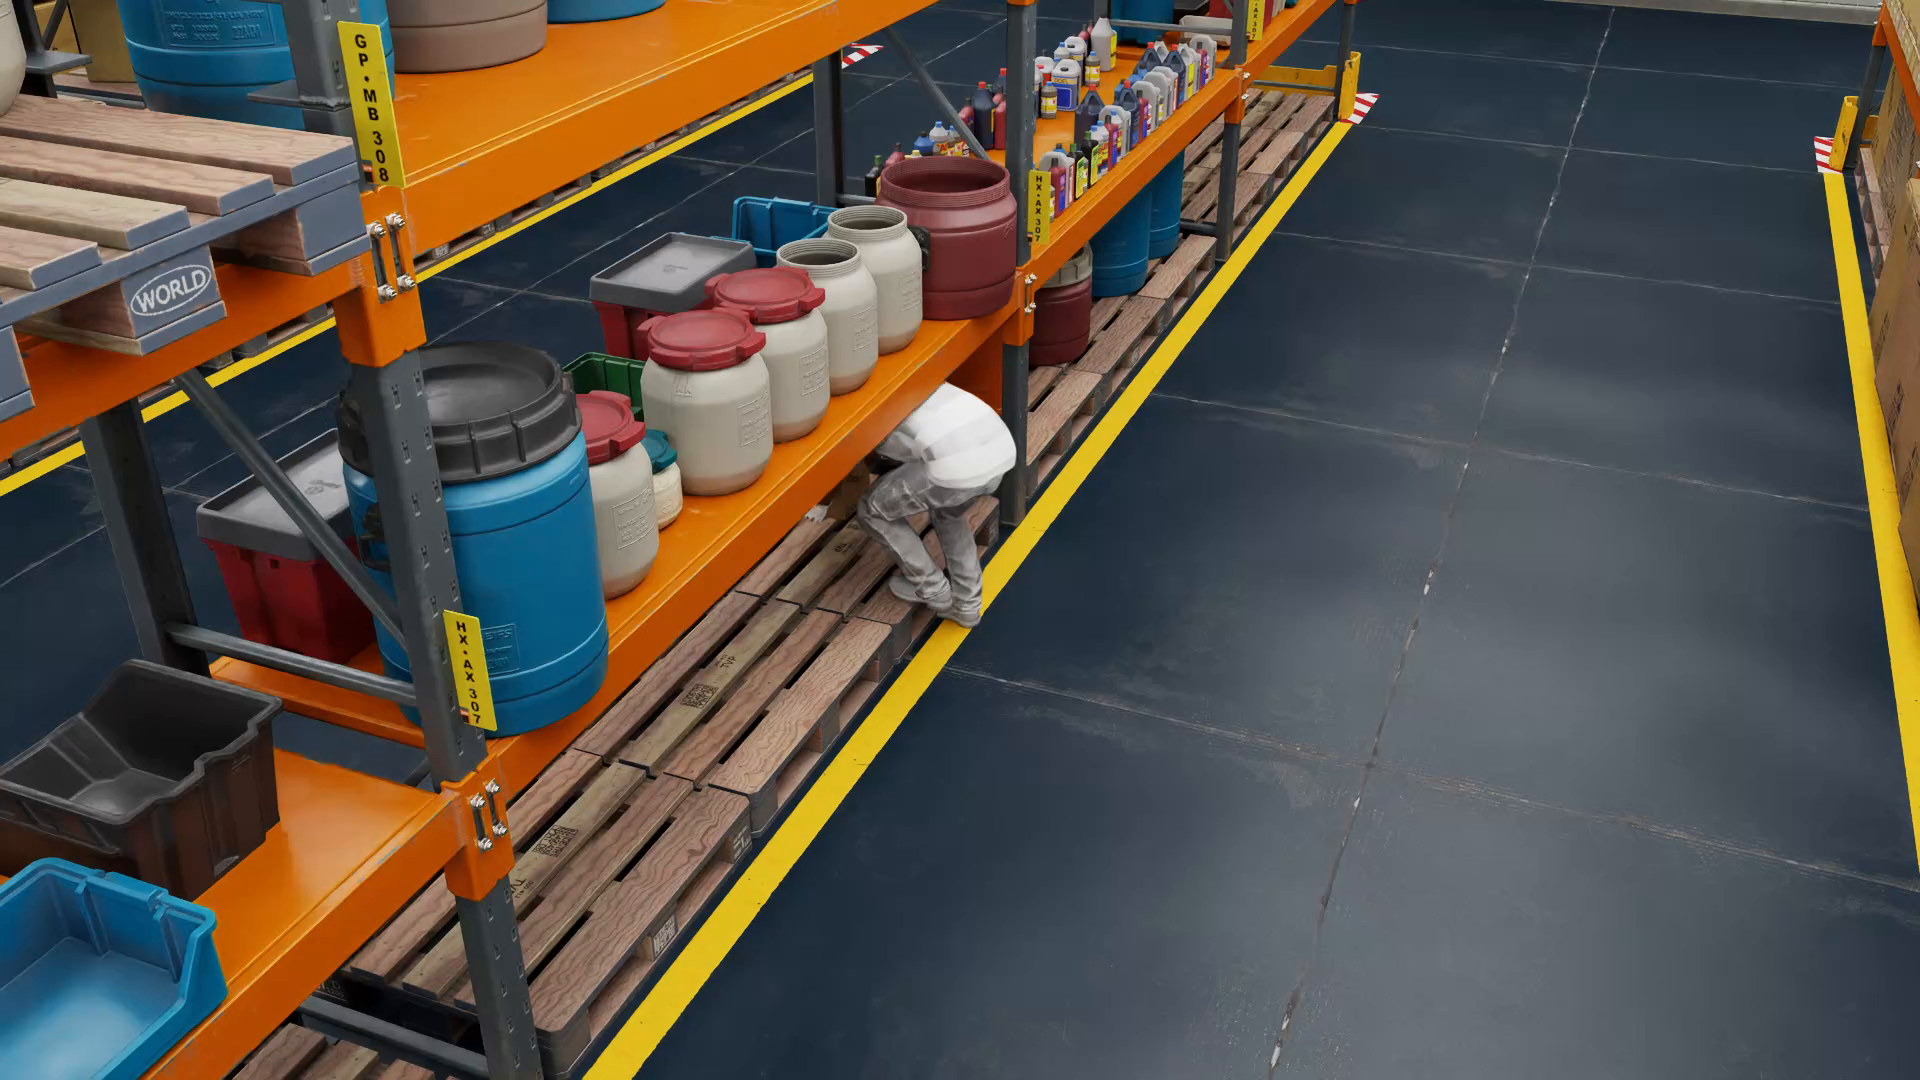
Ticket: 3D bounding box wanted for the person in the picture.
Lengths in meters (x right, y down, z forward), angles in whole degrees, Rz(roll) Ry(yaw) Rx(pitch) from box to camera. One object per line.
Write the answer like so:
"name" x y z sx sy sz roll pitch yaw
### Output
"person" -0.273 -0.188 7.066 1.065 1.166 0.525 20 35 31
